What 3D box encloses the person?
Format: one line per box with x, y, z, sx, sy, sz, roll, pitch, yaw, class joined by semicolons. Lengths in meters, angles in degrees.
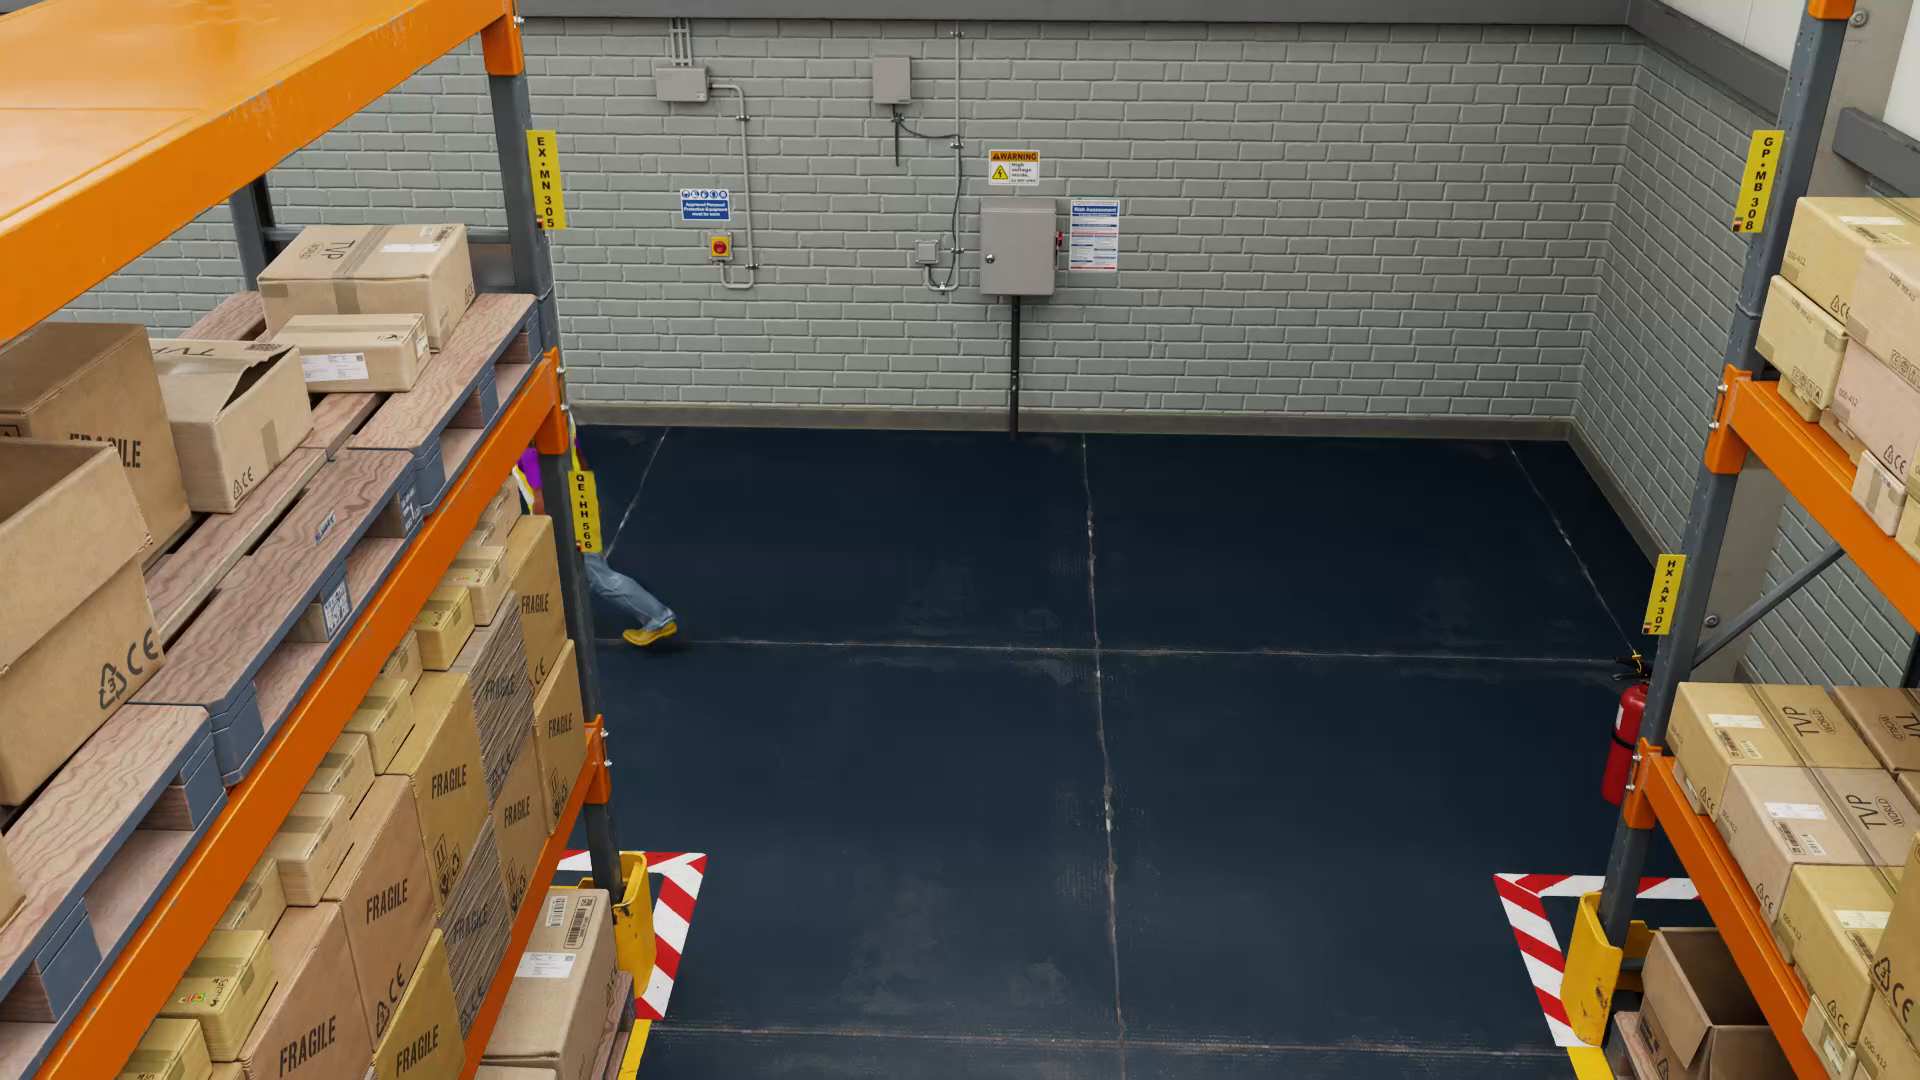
-2.141;-0.153;8.951;1.132;1.702;0.587;-2;28;-4;person
